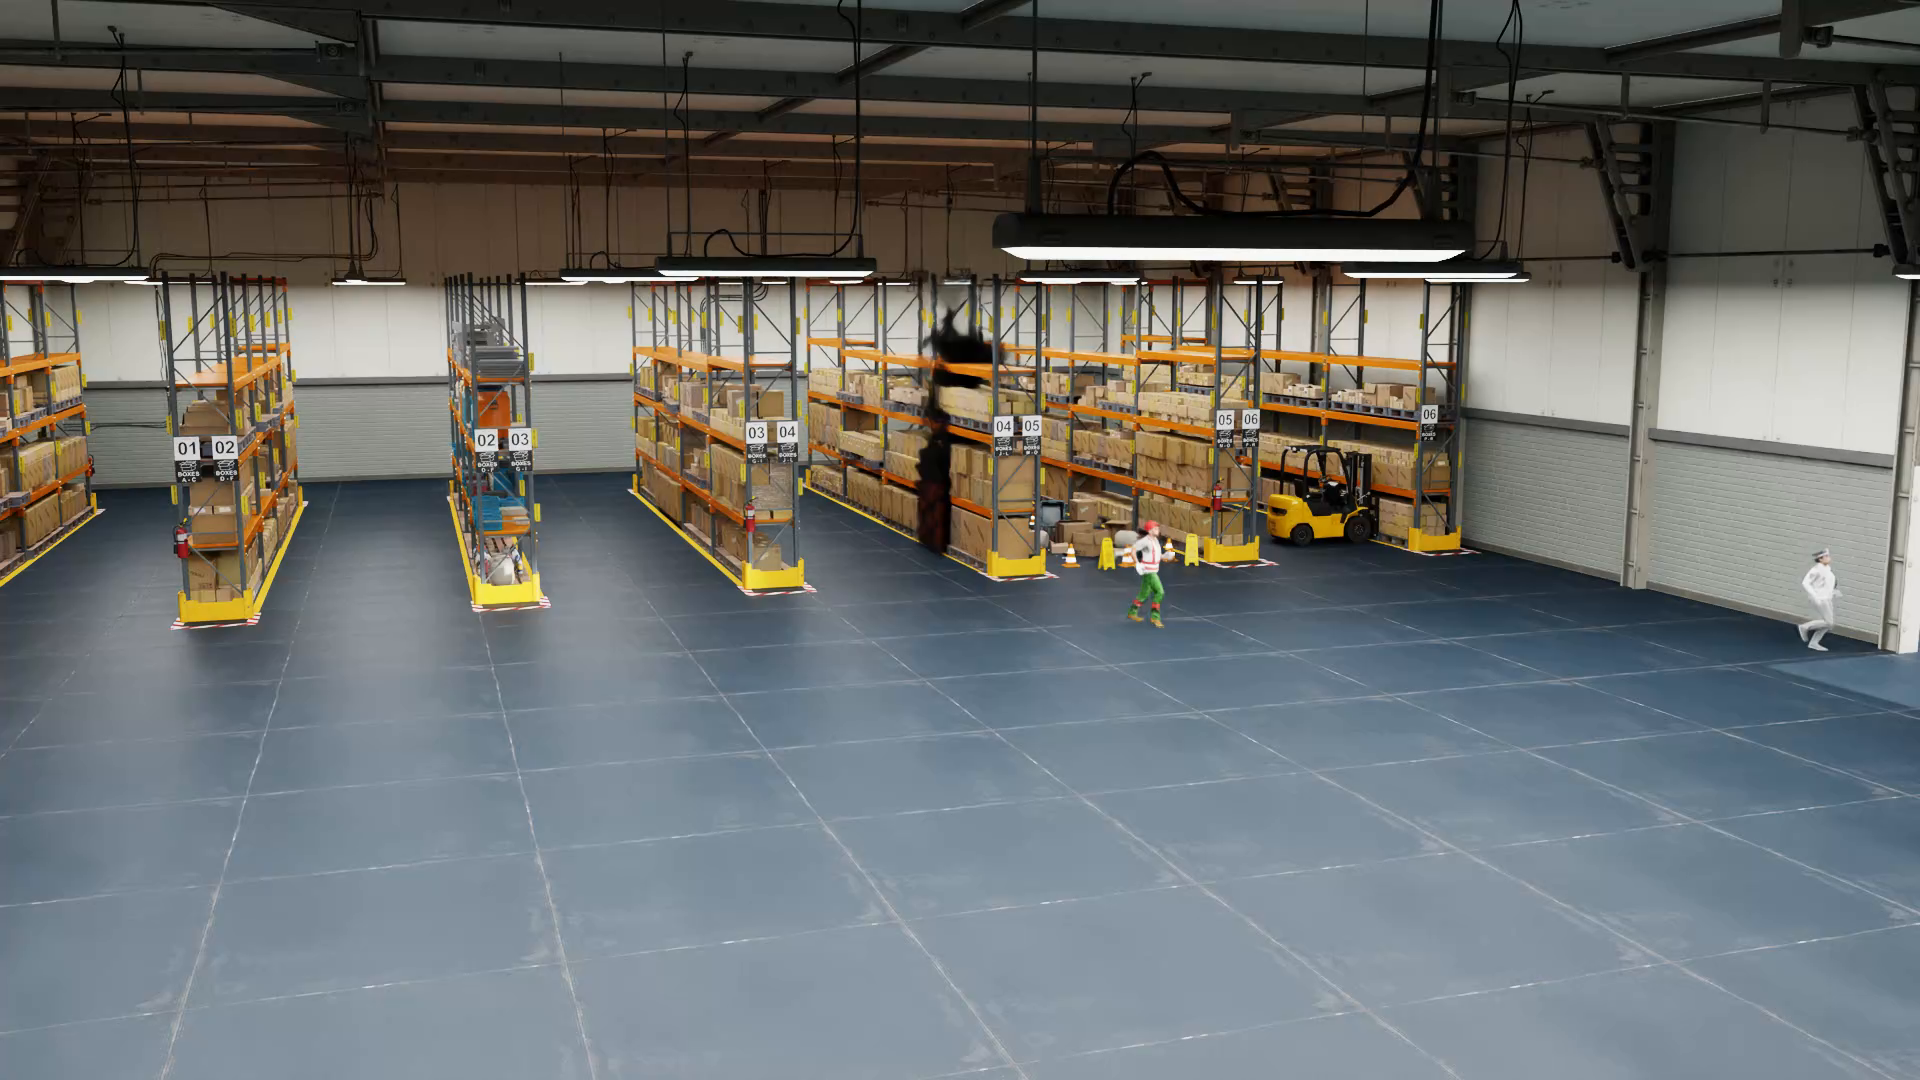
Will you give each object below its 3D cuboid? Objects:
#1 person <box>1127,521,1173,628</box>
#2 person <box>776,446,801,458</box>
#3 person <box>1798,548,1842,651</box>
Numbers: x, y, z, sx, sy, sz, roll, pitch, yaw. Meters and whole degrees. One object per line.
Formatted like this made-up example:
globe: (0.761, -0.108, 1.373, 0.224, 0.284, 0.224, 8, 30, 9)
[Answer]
person: (3.234, 0.580, 28.397, 0.783, 1.845, 0.639, 3, 9, 19)
person: (-4.645, -1.996, 45.181, 0.675, 1.798, 0.943, -3, 9, -19)
person: (13.700, 0.940, 26.440, 0.614, 1.654, 0.548, -7, 11, -38)
